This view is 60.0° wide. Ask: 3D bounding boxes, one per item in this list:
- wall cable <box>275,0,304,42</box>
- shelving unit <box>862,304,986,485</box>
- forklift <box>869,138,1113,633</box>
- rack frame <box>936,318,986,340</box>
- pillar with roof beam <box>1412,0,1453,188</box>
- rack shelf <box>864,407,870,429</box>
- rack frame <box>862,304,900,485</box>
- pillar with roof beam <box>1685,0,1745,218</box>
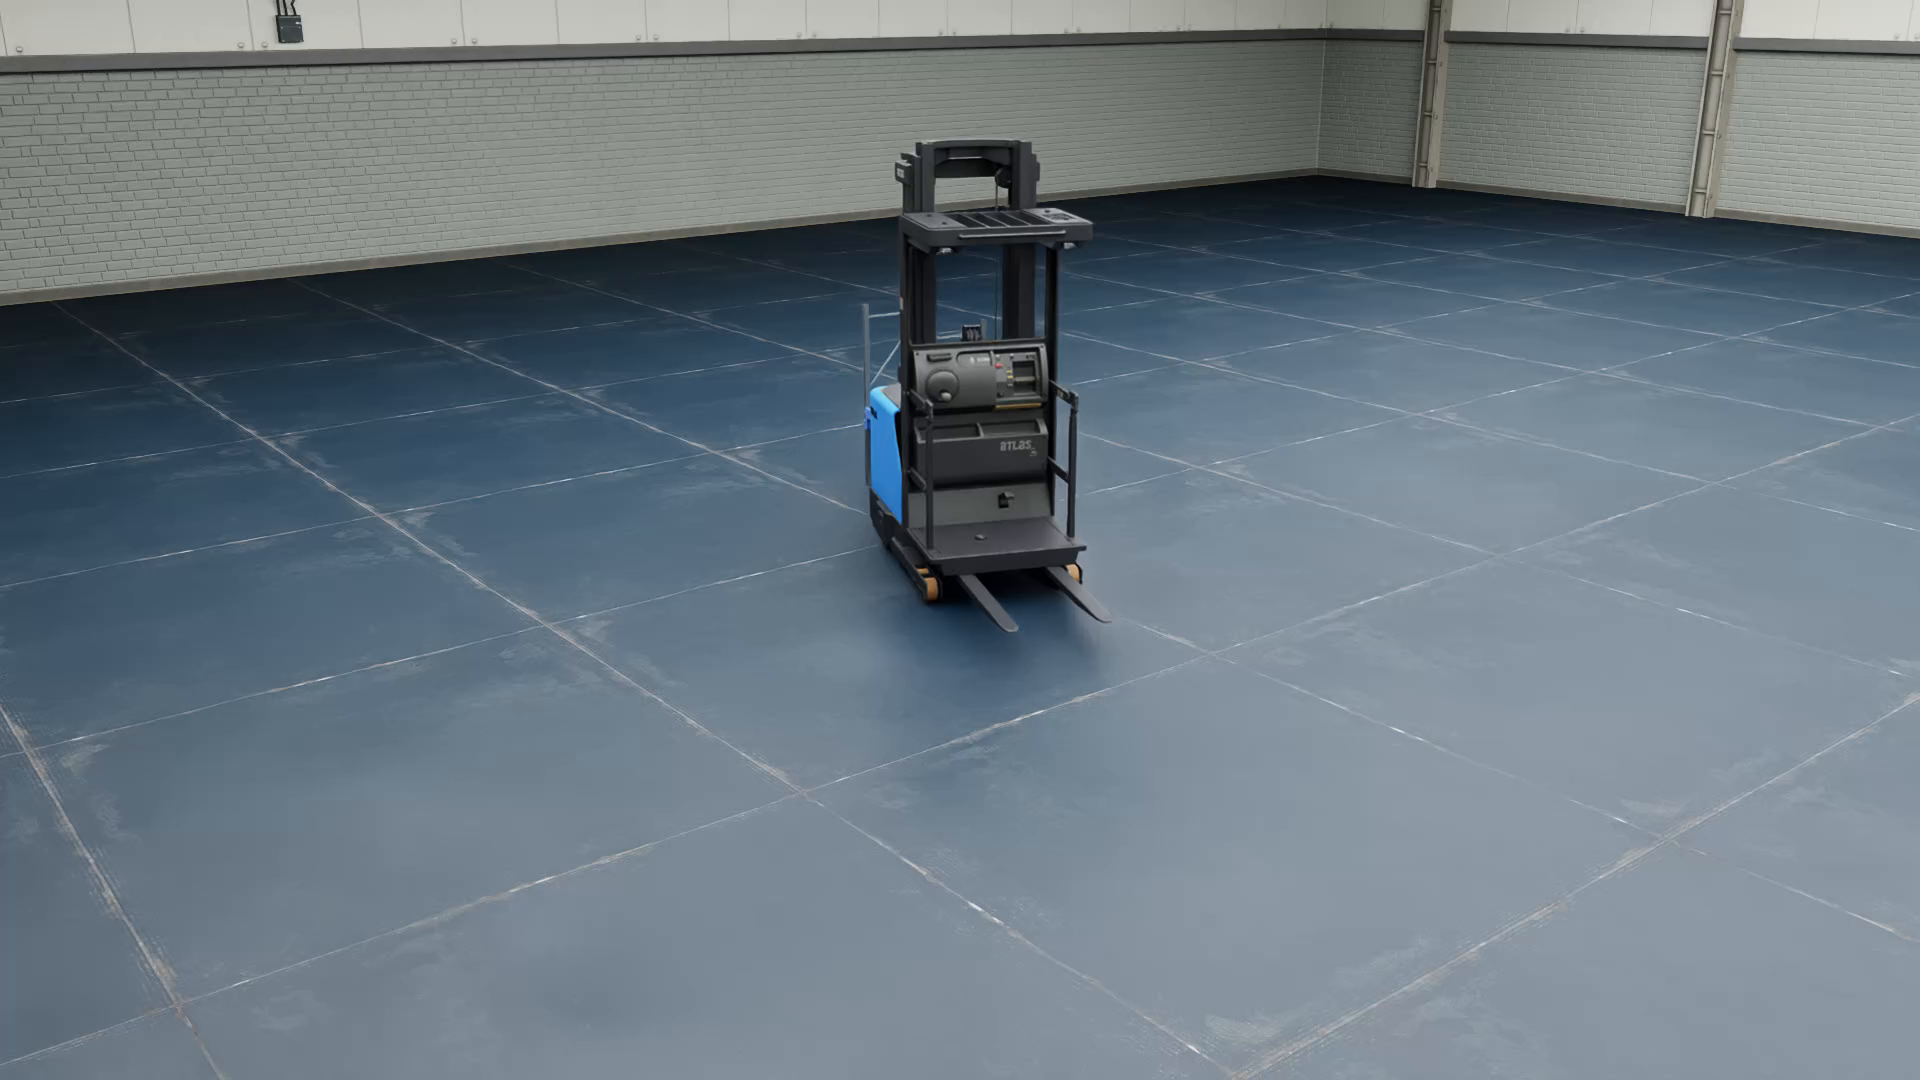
[{"bbox_3d":[-8.409,-9.895,22.518,2.305,6.003,0.169,-14,23,-36],"label":"wall cable"},{"bbox_3d":[-0.292,-1.075,13.223,0.538,1.500,1.048,-11,21,-30],"label":"shelving unit"},{"bbox_3d":[0.203,-1.114,11.063,1.130,2.935,3.031,-5,19,-15],"label":"forklift"},{"bbox_3d":[-0.022,-0.939,12.814,0.500,1.500,0.032,-11,21,-30],"label":"rack frame"},{"bbox_3d":[6.250,-10.755,30.527,9.100,9.000,0.400,-14,23,-36],"label":"pillar with roof beam"},{"bbox_3d":[-0.292,-0.904,13.279,0.538,0.185,1.000,-11,21,-30],"label":"rack shelf"},{"bbox_3d":[-0.562,-1.210,13.631,0.500,1.500,0.032,-11,21,-30],"label":"rack frame"},{"bbox_3d":[9.975,-9.276,26.062,9.100,9.000,0.400,-14,23,-36],"label":"pillar with roof beam"}]
